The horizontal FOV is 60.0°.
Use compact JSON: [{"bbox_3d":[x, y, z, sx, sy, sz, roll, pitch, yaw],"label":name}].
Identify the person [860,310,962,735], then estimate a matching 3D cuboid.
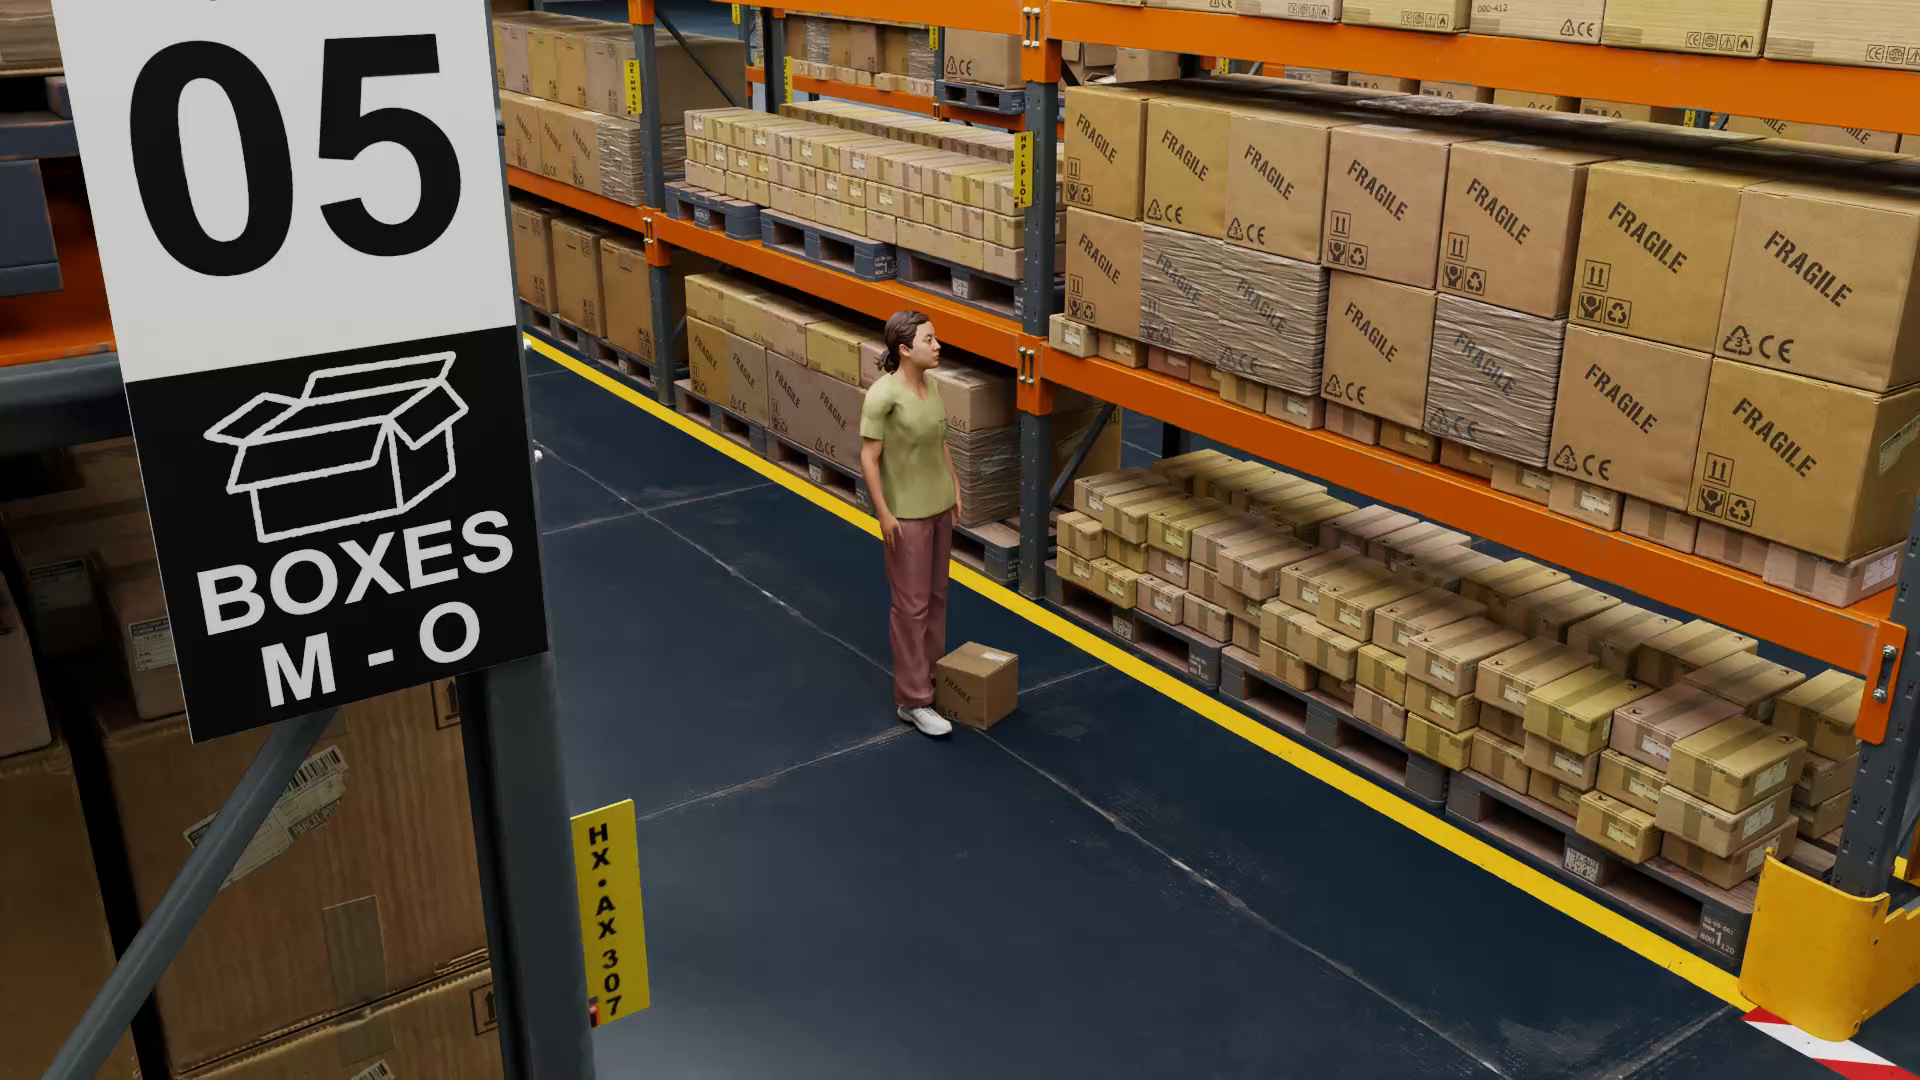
[{"bbox_3d":[-0.124,-0.097,6.809,0.549,1.676,0.553,15,26,33],"label":"person"}]
